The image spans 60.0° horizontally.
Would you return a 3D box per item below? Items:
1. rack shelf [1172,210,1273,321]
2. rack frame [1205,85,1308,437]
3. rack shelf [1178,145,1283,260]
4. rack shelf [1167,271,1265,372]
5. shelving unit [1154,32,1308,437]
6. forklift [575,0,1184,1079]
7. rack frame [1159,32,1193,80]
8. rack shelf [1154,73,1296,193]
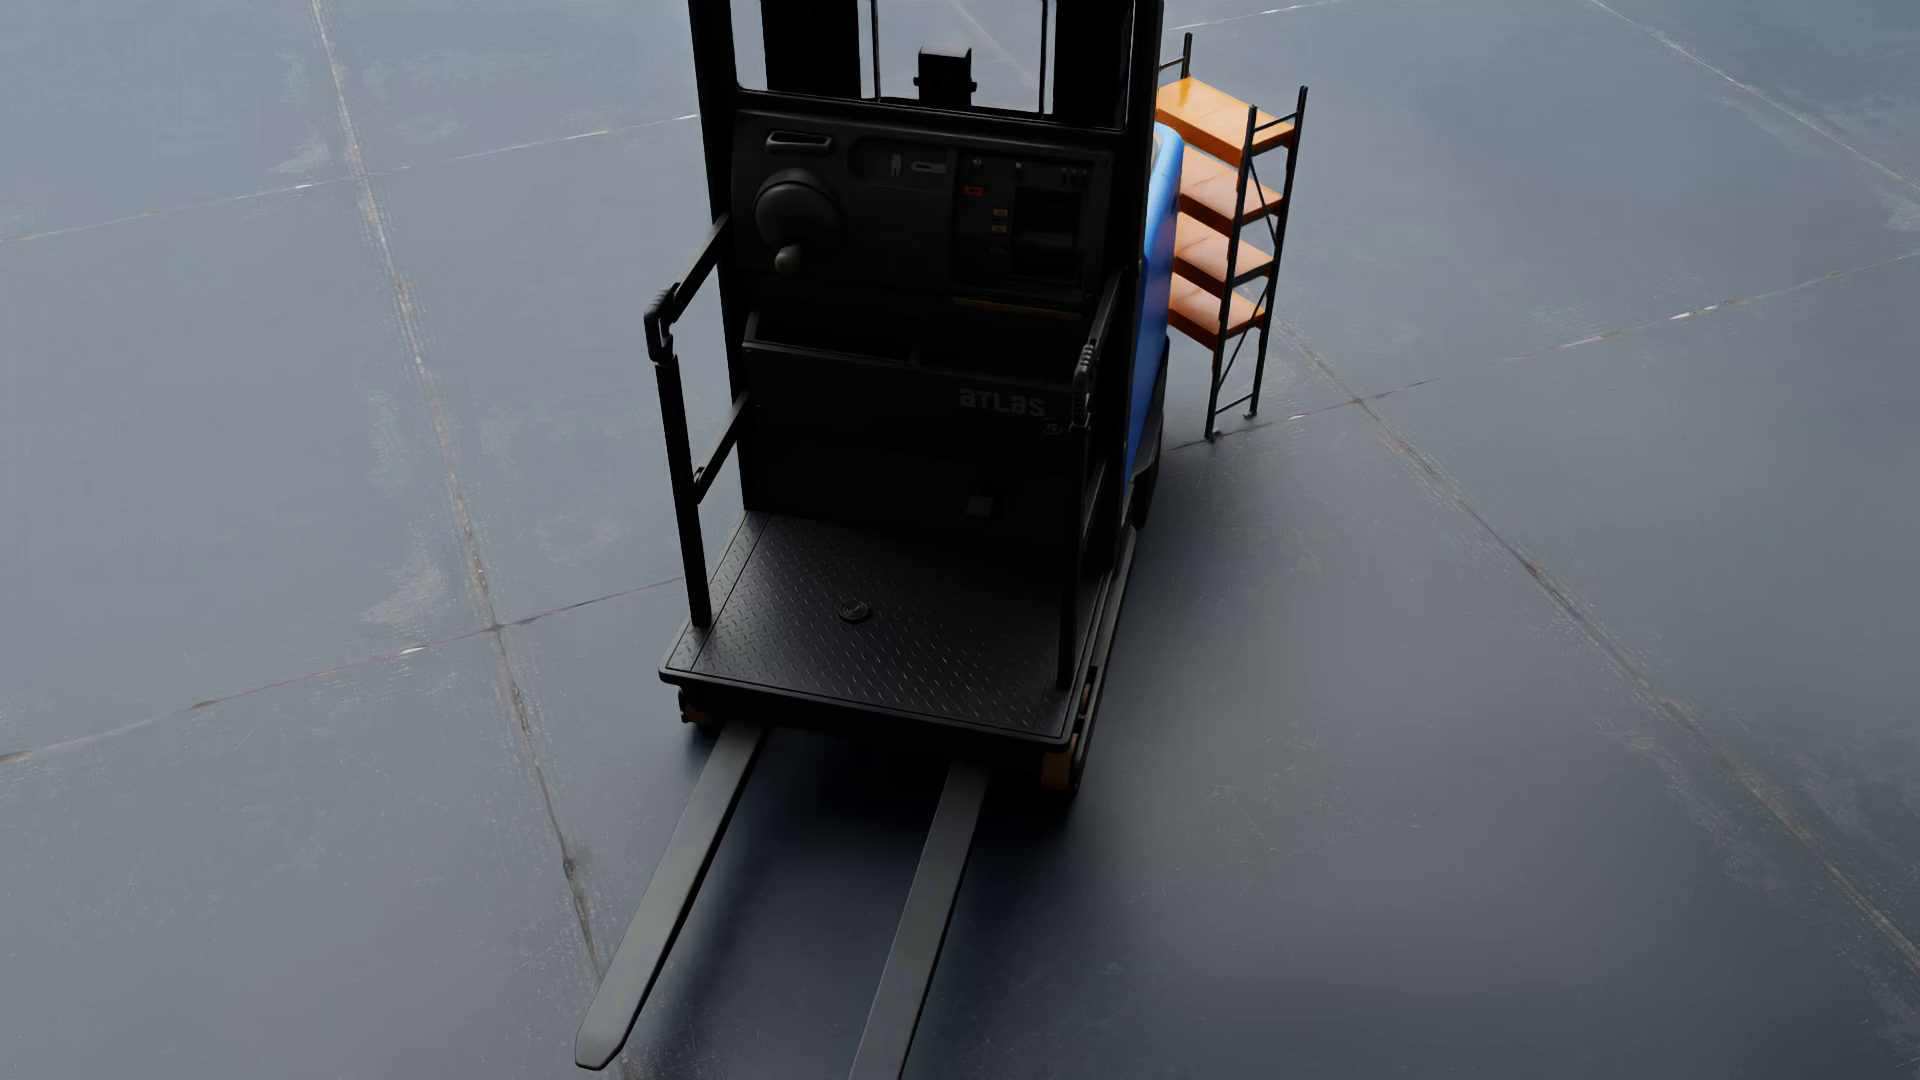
[{"bbox_3d":[0.785,-0.932,5.512,0.258,0.148,0.480,-27,47,-29],"label":"rack shelf"},{"bbox_3d":[0.939,-0.859,5.325,0.240,1.200,0.015,-27,47,-29],"label":"rack frame"},{"bbox_3d":[0.788,-1.103,5.368,0.258,0.148,0.480,-27,47,-29],"label":"rack shelf"},{"bbox_3d":[0.782,-0.779,5.640,0.258,0.148,0.480,-27,47,-29],"label":"rack shelf"},{"bbox_3d":[0.786,-0.983,5.469,0.258,1.200,0.503,-27,47,-29],"label":"shelving unit"},{"bbox_3d":[-0.148,-0.716,3.835,1.130,2.935,3.031,9,42,10],"label":"forklift"},{"bbox_3d":[0.633,-1.107,5.613,0.240,1.200,0.015,-27,47,-29],"label":"rack frame"},{"bbox_3d":[0.792,-1.284,5.216,0.258,0.148,0.480,-27,47,-29],"label":"rack shelf"}]
